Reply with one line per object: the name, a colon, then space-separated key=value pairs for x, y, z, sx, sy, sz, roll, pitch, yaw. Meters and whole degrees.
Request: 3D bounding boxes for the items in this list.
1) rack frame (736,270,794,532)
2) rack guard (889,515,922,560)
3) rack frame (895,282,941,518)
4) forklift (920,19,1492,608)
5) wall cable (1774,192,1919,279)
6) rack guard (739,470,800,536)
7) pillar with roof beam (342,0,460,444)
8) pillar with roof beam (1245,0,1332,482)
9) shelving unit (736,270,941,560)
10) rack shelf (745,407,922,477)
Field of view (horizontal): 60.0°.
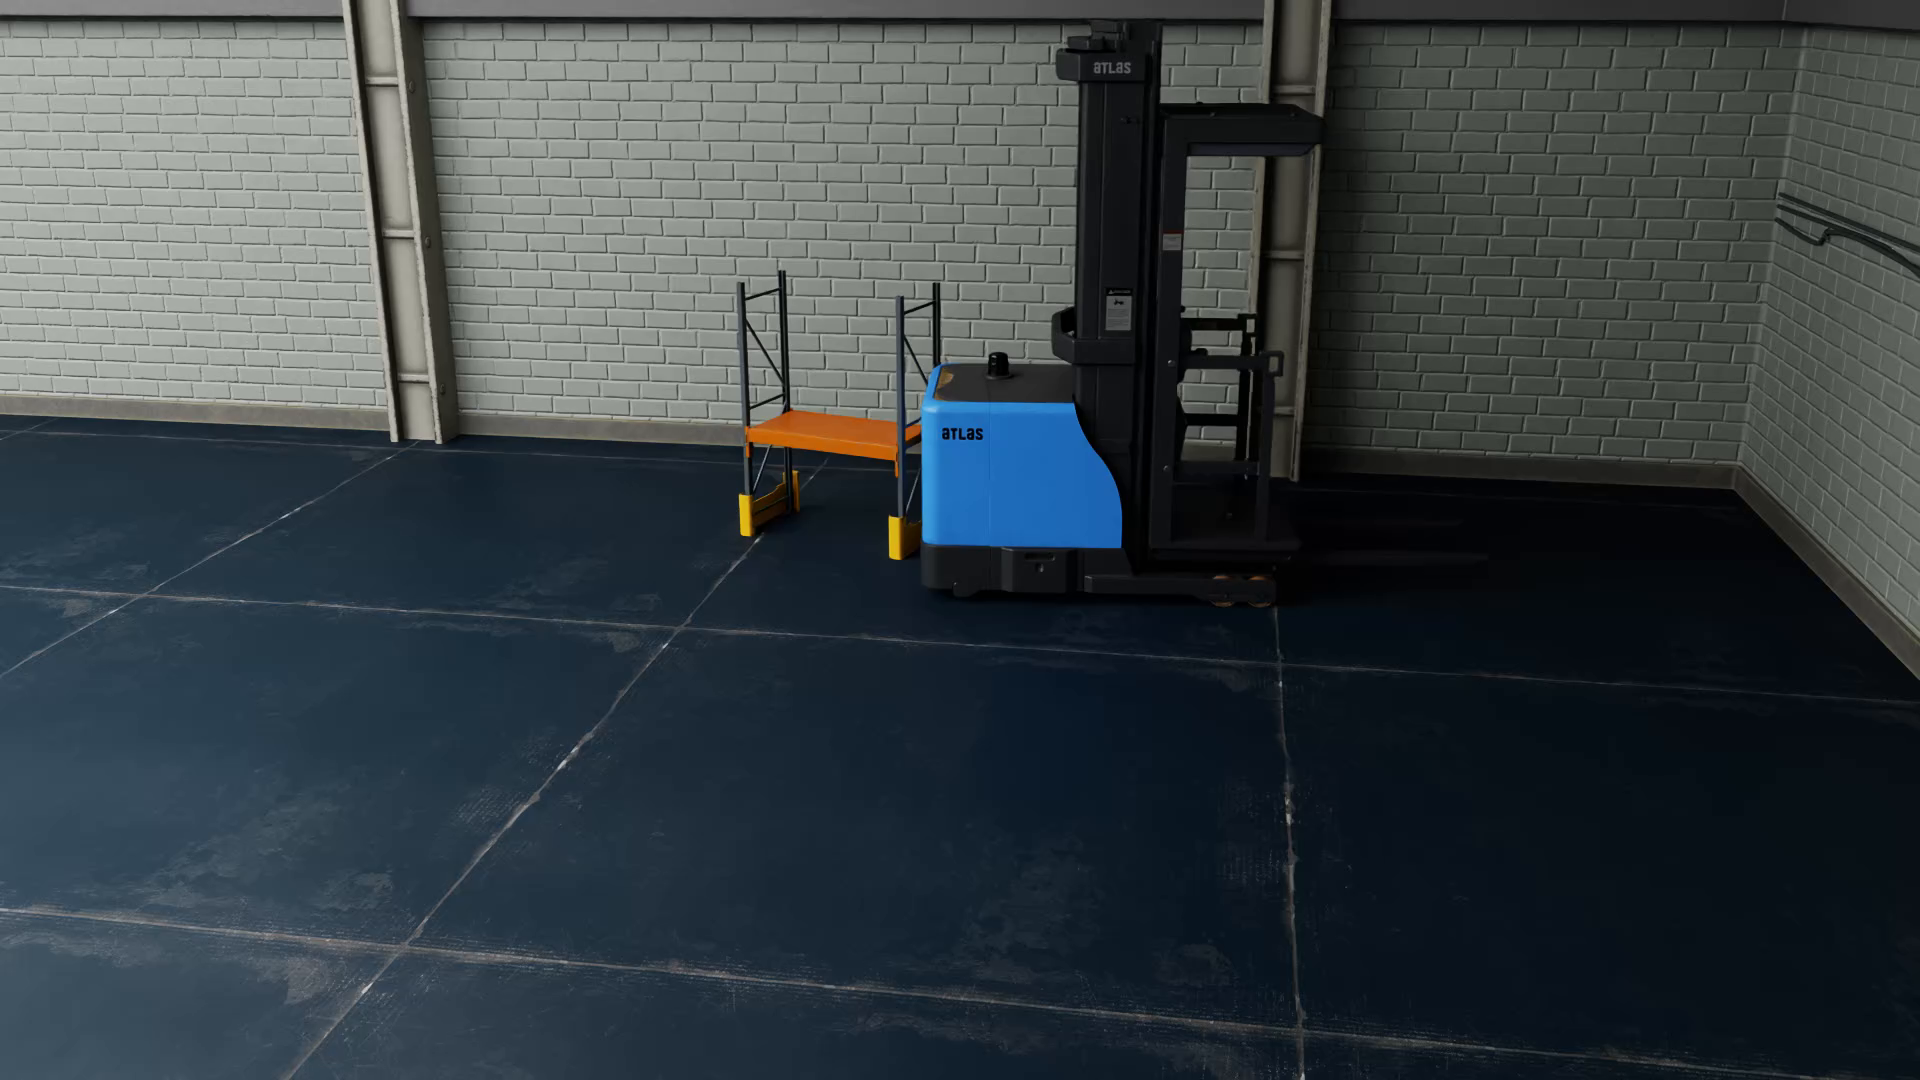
rack frame: x=-1.152 y=-0.820 z=9.891 sx=0.032 sy=1.500 sz=0.500 roll=8 pitch=20 yaw=24
rack guard: x=-0.249 y=-0.093 z=9.687 sx=0.087 sy=0.250 sz=0.587 roll=8 pitch=20 yaw=24
rack frame: x=-0.232 y=-0.683 z=9.481 sx=0.032 sy=1.500 sz=0.500 roll=8 pitch=20 yaw=24
forklift: x=1.321 y=-1.206 z=8.788 sx=3.031 sy=2.935 sz=1.130 roll=1 pitch=19 yaw=3
wall cable: x=4.764 y=-2.674 z=8.507 sx=0.112 sy=2.526 sz=3.097 roll=3 pitch=19 yaw=9
rack guard: x=-1.151 y=-0.227 z=10.088 sx=0.087 sy=0.250 sz=0.587 roll=8 pitch=20 yaw=24
pillar with roof beam: x=-4.541 y=-3.663 z=6.567 sx=0.400 sy=9.000 sz=9.100 roll=3 pitch=19 yaw=9
pillar with roof beam: x=1.383 y=-3.361 z=5.665 sx=0.400 sy=9.000 sz=9.100 roll=3 pitch=19 yaw=9
shelving unit: x=-0.700 y=-0.753 z=9.689 sx=1.083 sy=1.500 sz=0.587 roll=8 pitch=20 yaw=24
rack shelf: x=-0.692 y=-0.581 z=9.743 sx=1.000 sy=0.185 sz=0.538 roll=8 pitch=20 yaw=24
